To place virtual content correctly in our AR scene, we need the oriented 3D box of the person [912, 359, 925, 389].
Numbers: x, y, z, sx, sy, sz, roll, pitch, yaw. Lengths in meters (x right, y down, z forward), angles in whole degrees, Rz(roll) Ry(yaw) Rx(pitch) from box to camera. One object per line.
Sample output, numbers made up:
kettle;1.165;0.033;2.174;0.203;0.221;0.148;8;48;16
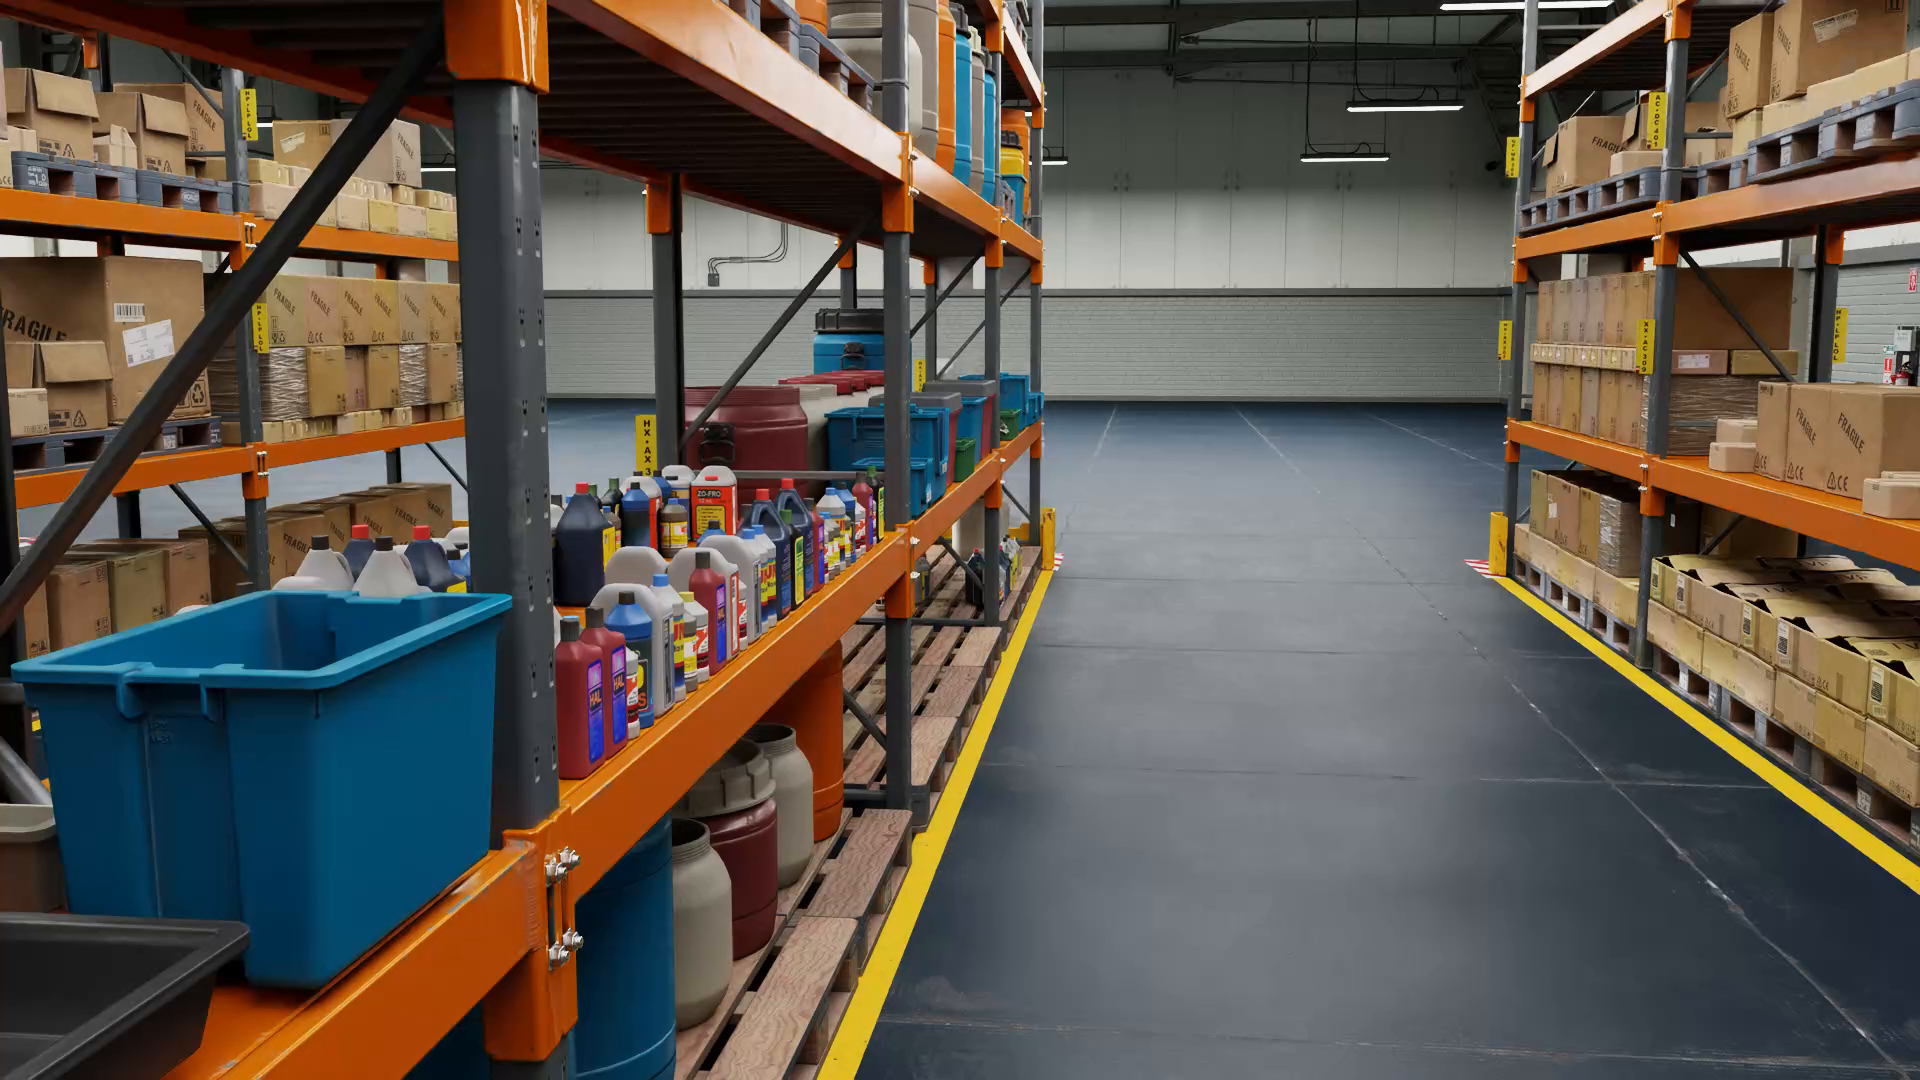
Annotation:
person;-0.446;-0.831;15.805;0.787;1.774;0.596;0;7;3
